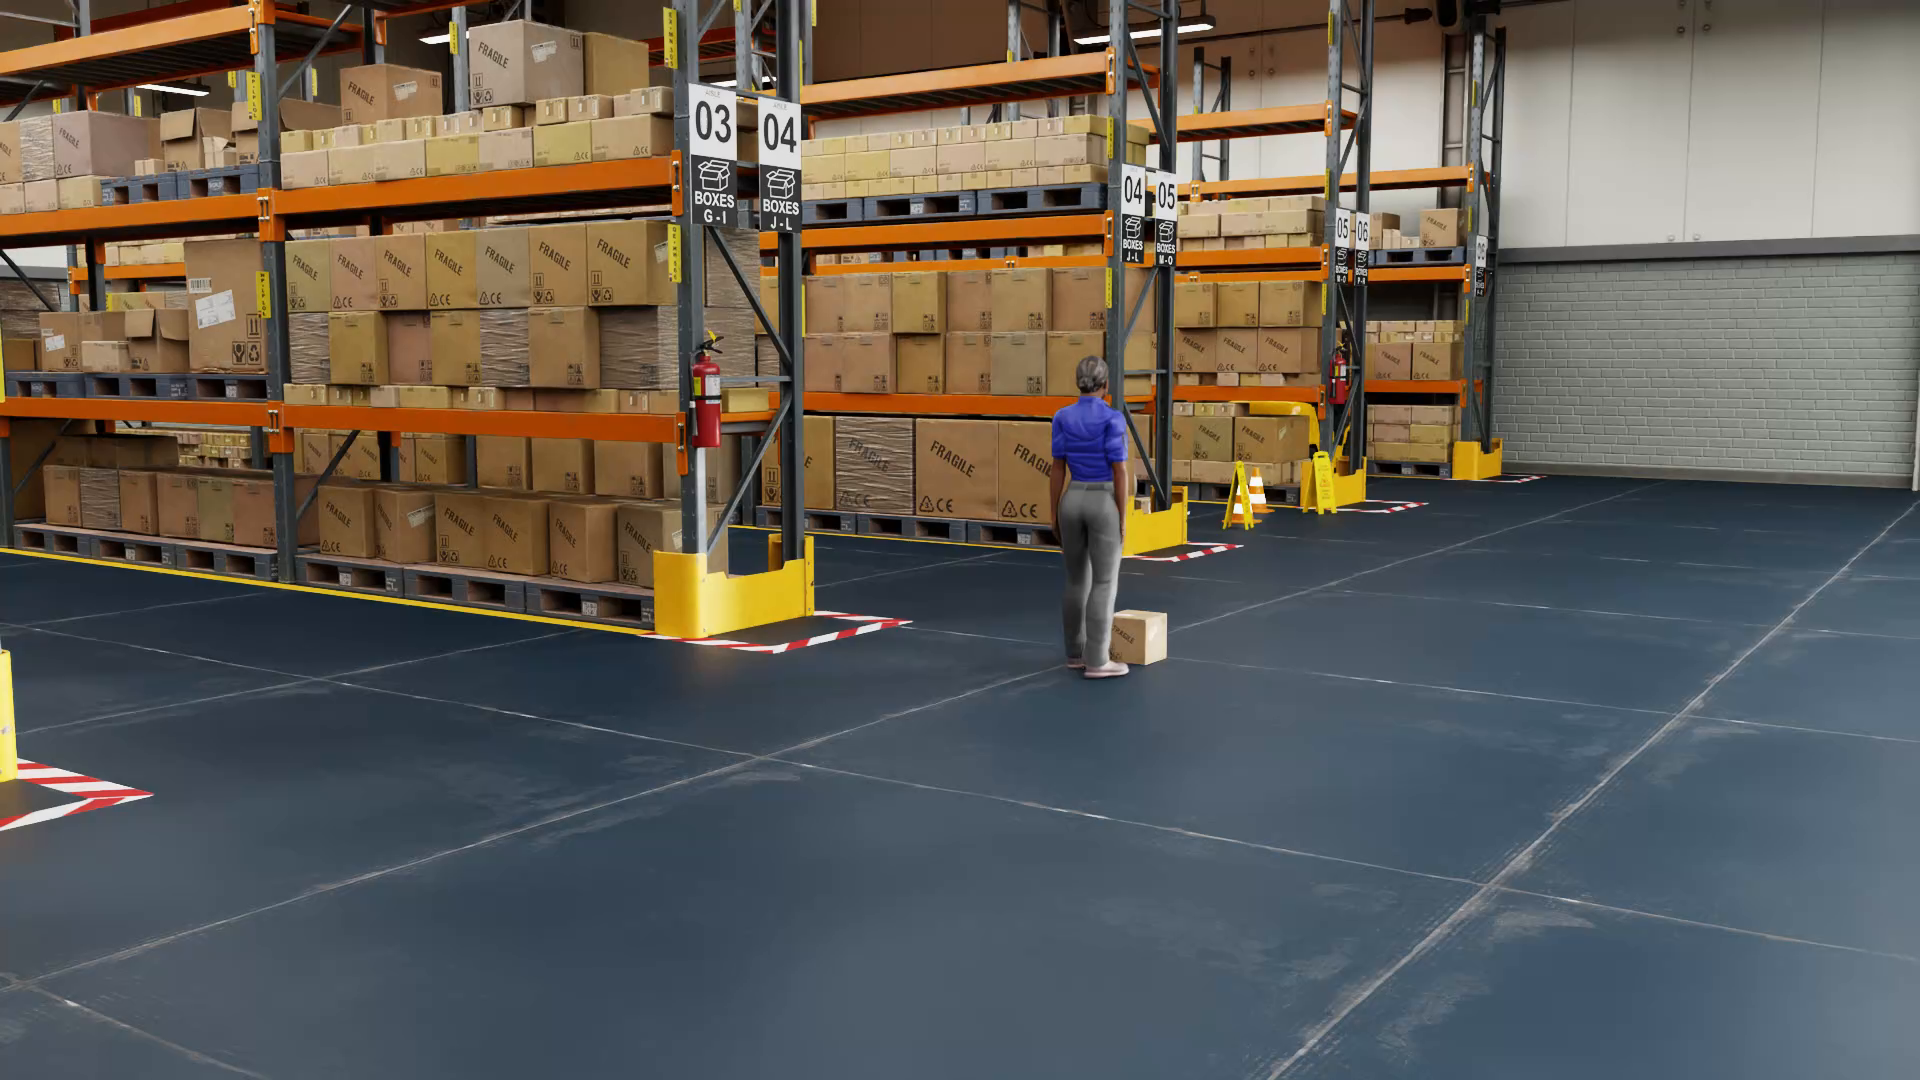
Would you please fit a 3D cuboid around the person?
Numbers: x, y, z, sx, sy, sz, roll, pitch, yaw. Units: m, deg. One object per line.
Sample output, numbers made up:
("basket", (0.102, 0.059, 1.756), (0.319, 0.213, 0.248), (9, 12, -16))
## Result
("person", (0.720, -0.131, 8.673), (0.456, 1.658, 0.472), (4, 8, 34))
